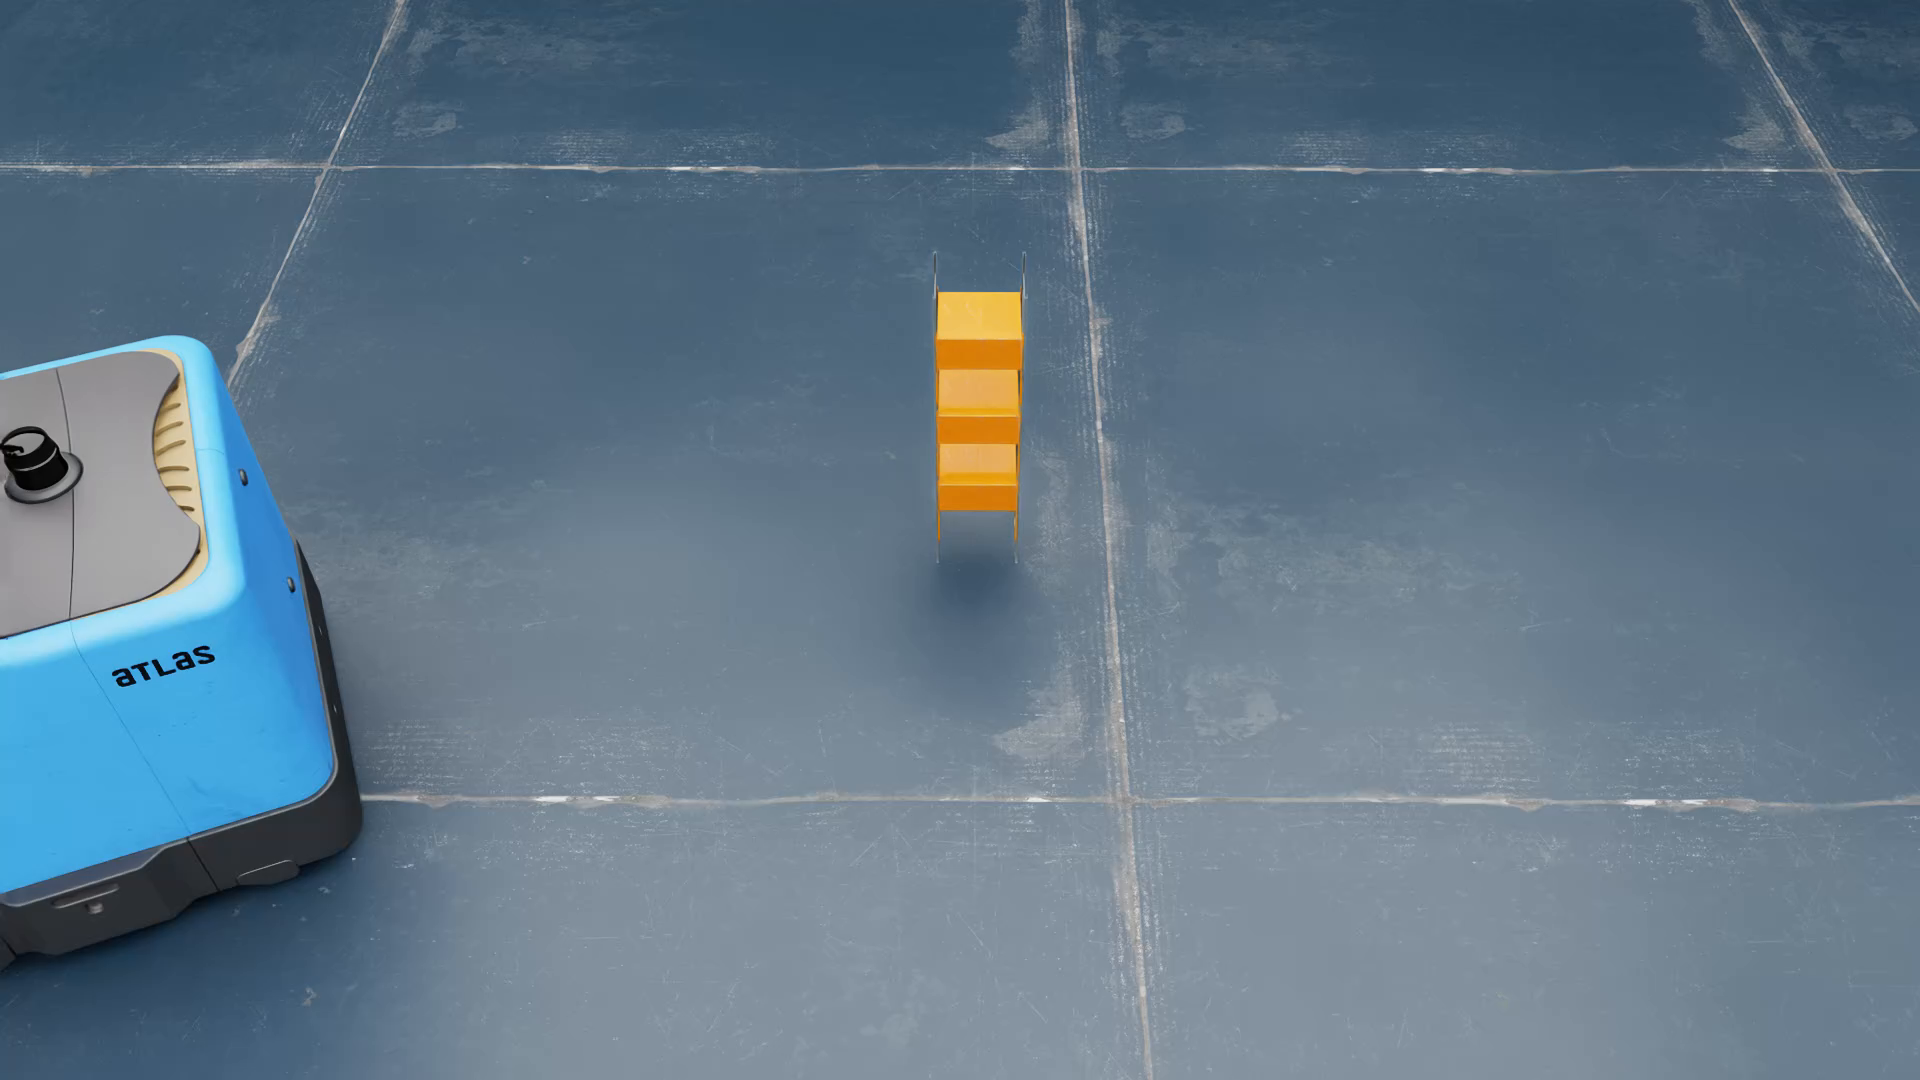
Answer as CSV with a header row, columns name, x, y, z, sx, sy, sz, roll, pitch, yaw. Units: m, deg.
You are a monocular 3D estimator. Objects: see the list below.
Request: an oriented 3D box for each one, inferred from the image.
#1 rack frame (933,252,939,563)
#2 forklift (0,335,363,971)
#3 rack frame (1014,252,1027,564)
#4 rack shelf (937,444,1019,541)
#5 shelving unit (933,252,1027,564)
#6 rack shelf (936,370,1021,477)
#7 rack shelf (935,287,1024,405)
name,x,y,z,sx,sy,sz,roll,pitch,yaw
rack frame,-0.068,-0.358,4.866,0.008,1.050,0.200,0,47,0
forklift,-3.167,-0.082,3.324,3.031,2.935,1.130,-17,49,-15
rack frame,0.176,-0.357,4.865,0.008,1.050,0.200,0,47,0
rack shelf,0.054,-0.161,5.077,0.240,0.259,0.215,0,47,0
shelving unit,0.054,-0.358,4.866,0.252,1.050,0.215,0,47,0
rack shelf,0.054,-0.350,4.873,0.240,0.259,0.215,0,47,0
rack shelf,0.054,-0.544,4.666,0.240,0.259,0.215,0,47,0
